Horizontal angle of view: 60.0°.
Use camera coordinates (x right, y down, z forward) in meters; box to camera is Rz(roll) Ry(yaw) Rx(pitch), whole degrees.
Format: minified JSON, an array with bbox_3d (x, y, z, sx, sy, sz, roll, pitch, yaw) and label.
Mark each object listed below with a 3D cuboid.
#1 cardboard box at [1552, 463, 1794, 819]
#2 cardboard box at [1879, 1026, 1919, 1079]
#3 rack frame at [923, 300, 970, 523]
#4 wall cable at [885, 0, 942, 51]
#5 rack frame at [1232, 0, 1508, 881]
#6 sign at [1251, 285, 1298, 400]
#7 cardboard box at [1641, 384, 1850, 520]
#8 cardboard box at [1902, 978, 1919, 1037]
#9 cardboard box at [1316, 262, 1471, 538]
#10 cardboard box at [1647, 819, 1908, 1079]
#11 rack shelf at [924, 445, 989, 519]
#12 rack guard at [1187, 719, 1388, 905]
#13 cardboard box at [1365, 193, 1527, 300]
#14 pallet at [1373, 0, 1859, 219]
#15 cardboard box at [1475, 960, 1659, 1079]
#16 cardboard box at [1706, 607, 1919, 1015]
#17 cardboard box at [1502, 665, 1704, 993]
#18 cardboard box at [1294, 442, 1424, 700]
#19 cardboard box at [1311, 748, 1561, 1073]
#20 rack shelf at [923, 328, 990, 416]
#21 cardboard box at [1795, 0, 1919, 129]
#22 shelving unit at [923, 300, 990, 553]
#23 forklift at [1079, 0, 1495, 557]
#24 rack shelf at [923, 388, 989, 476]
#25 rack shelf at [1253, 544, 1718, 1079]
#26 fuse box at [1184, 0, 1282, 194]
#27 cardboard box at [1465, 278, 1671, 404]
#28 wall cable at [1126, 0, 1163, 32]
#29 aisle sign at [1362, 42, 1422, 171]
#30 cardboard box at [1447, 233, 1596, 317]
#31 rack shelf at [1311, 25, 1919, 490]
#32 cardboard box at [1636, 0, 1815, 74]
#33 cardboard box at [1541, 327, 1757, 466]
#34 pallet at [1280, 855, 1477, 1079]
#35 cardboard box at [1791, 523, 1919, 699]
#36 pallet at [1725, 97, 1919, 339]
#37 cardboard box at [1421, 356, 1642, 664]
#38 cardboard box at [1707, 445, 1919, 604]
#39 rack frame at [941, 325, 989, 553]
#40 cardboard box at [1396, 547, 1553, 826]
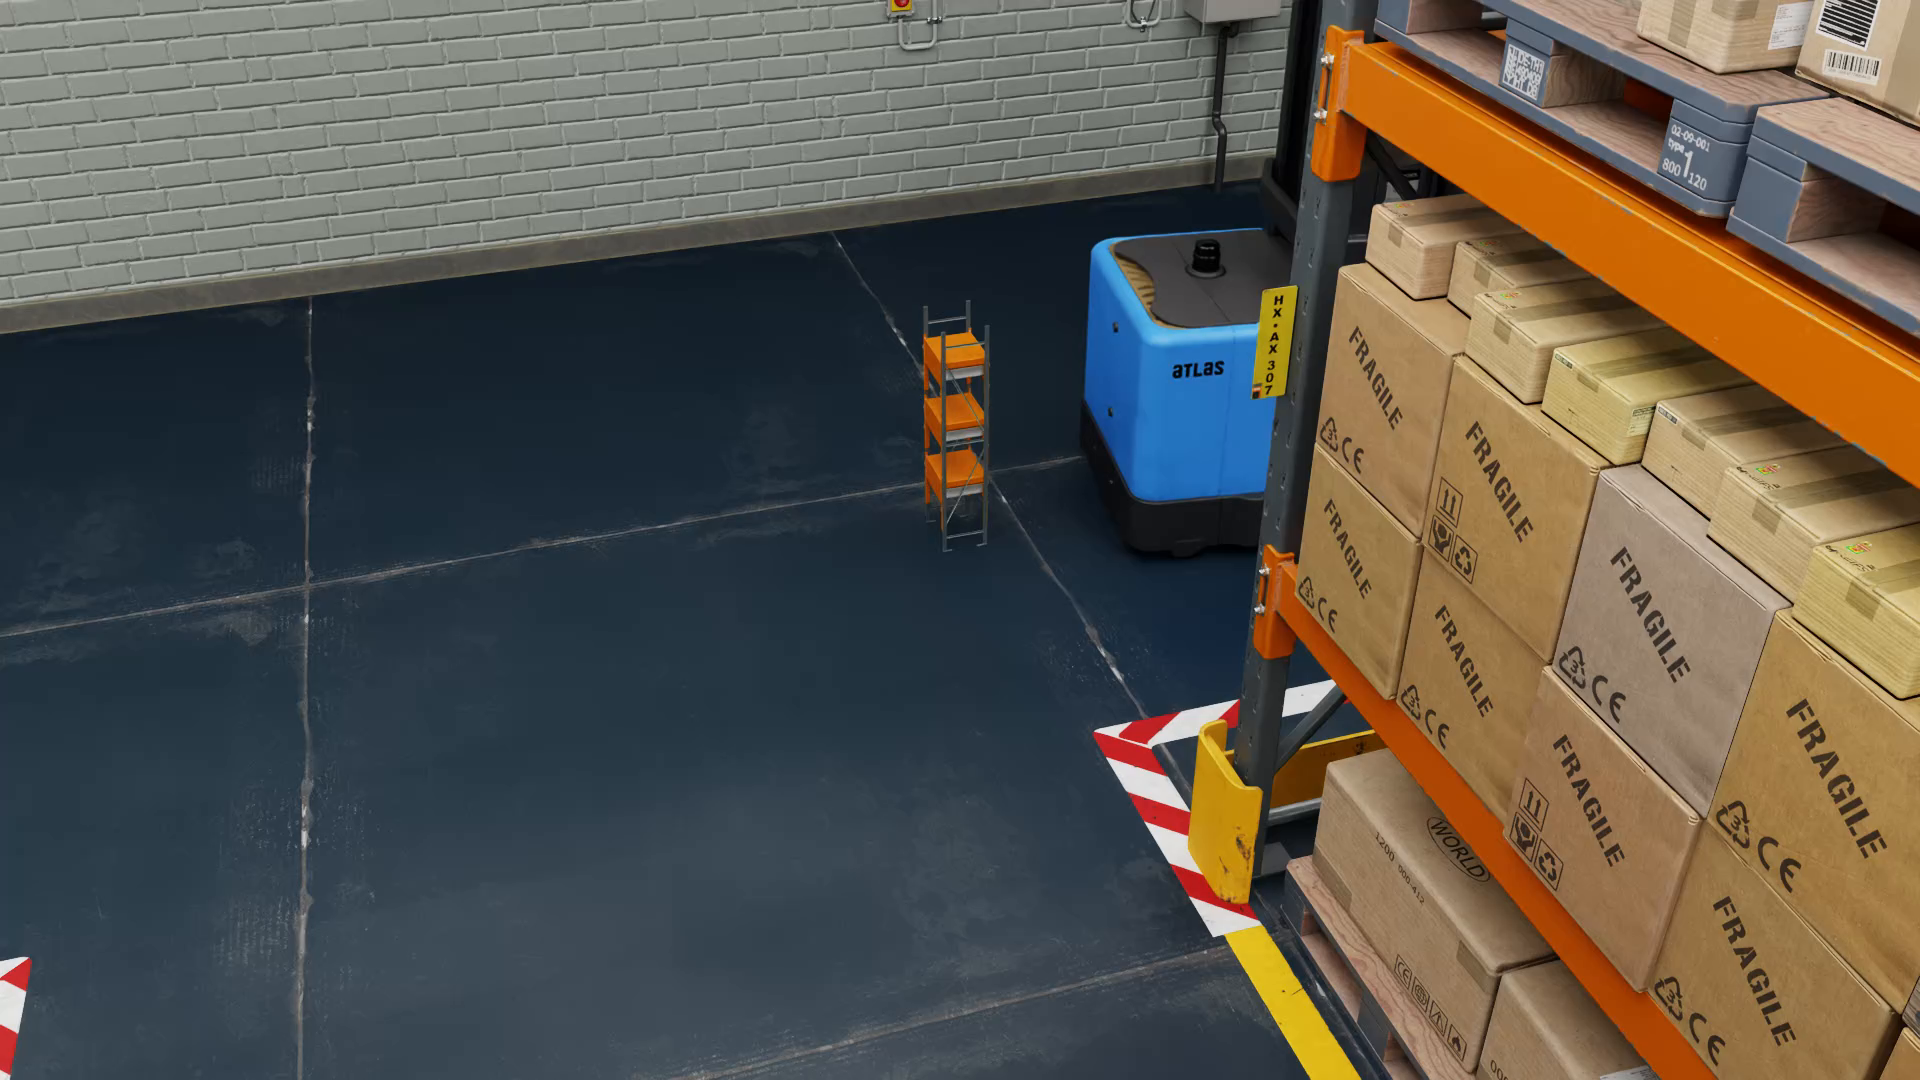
[{"bbox_3d":[1.579,0.156,3.296,0.500,0.500,0.500,-10,35,-15],"label":"cardboard box"},{"bbox_3d":[1.881,1.103,2.769,0.500,0.500,0.500,-11,35,-15],"label":"cardboard box"},{"bbox_3d":[-0.054,-0.530,7.100,0.200,1.050,0.008,-10,35,-15],"label":"rack frame"},{"bbox_3d":[-0.367,-3.618,9.054,0.585,1.953,0.123,-10,35,-15],"label":"wall cable"},{"bbox_3d":[1.375,-0.224,4.868,1.000,3.000,0.127,-10,35,-15],"label":"rack frame"},{"bbox_3d":[0.844,-0.528,4.471,0.100,0.325,0.005,-10,35,-15],"label":"sign"},{"bbox_3d":[1.565,-0.175,3.208,0.380,0.149,0.250,-10,35,-14],"label":"cardboard box"},{"bbox_3d":[1.877,0.682,2.499,0.500,0.500,0.500,-10,35,-14],"label":"cardboard box"},{"bbox_3d":[1.250,-0.383,4.111,0.500,0.500,0.500,-11,35,-16],"label":"cardboard box"},{"bbox_3d":[1.735,0.826,3.189,0.500,0.500,0.500,-9,34,-13],"label":"cardboard box"},{"bbox_3d":[-0.016,-0.225,7.162,0.215,0.259,0.240,-10,35,-15],"label":"rack shelf"},{"bbox_3d":[1.367,0.806,5.577,1.175,0.500,0.348,-10,35,-15],"label":"rack guard"},{"bbox_3d":[1.219,-0.721,4.034,0.380,0.149,0.250,-9,35,-14],"label":"cardboard box"},{"bbox_3d":[1.611,-1.051,3.479,1.003,0.211,1.213,-10,35,-15],"label":"pallet"},{"bbox_3d":[1.959,1.478,4.235,0.875,0.438,0.875,-9,35,-13],"label":"cardboard box"},{"bbox_3d":[1.732,0.418,2.899,0.500,0.500,0.500,-10,35,-15],"label":"cardboard box"},{"bbox_3d":[1.567,0.565,3.583,0.500,0.500,0.500,-10,35,-15],"label":"cardboard box"},{"bbox_3d":[1.248,0.034,4.386,0.500,0.500,0.500,-10,35,-15],"label":"cardboard box"},{"bbox_3d":[1.671,0.999,4.960,0.875,0.438,0.875,-11,35,-16],"label":"cardboard box"},{"bbox_3d":[-0.016,-0.694,6.852,0.215,0.259,0.240,-10,35,-15],"label":"rack shelf"},{"bbox_3d":[1.784,-0.861,2.721,0.500,0.311,0.500,-9,35,-14],"label":"cardboard box"},{"bbox_3d":[-0.016,-0.466,7.003,0.215,1.050,0.252,-10,35,-15],"label":"shelving unit"},{"bbox_3d":[2.125,-1.533,6.911,3.031,2.935,1.130,-6,34,-8],"label":"forklift"},{"bbox_3d":[-0.016,-0.457,7.009,0.215,0.259,0.240,-10,35,-15],"label":"rack shelf"},{"bbox_3d":[1.985,1.126,3.478,1.077,0.370,4.000,-10,35,-15],"label":"rack shelf"},{"bbox_3d":[1.678,-2.920,10.117,0.539,1.711,0.414,-10,35,-15],"label":"fuse box"},{"bbox_3d":[1.337,-0.439,3.608,0.380,0.149,0.250,-9,34,-13],"label":"cardboard box"},{"bbox_3d":[0.980,-3.849,9.433,0.588,1.984,0.122,-10,35,-15],"label":"wall cable"},{"bbox_3d":[1.077,-1.298,4.135,0.394,0.787,0.004,-10,35,-15],"label":"aisle sign"},{"bbox_3d":[1.367,-0.595,3.844,0.380,0.149,0.250,-9,35,-14],"label":"cardboard box"},{"bbox_3d":[1.985,-0.125,2.651,1.077,0.370,4.000,-10,35,-15],"label":"rack shelf"},{"bbox_3d":[1.488,-0.978,3.044,0.380,0.149,0.250,-9,34,-13],"label":"cardboard box"},{"bbox_3d":[1.435,-0.304,3.403,0.380,0.149,0.250,-11,35,-16],"label":"cardboard box"},{"bbox_3d":[1.693,1.346,5.022,1.003,0.211,1.213,-10,35,-15],"label":"pallet"},{"bbox_3d":[1.652,0.101,2.791,0.380,0.149,0.250,-11,35,-16],"label":"cardboard box"},{"bbox_3d":[1.987,-0.409,2.508,1.003,0.211,1.213,-10,35,-15],"label":"pallet"},{"bbox_3d":[1.414,-0.113,3.703,0.500,0.500,0.500,-11,35,-16],"label":"cardboard box"},{"bbox_3d":[1.601,-0.037,2.999,0.380,0.149,0.250,-10,35,-14],"label":"cardboard box"},{"bbox_3d":[0.021,-0.402,6.906,0.200,1.050,0.008,-10,35,-15],"label":"rack frame"},{"bbox_3d":[1.429,0.295,3.992,0.500,0.500,0.500,-10,35,-15],"label":"cardboard box"}]
